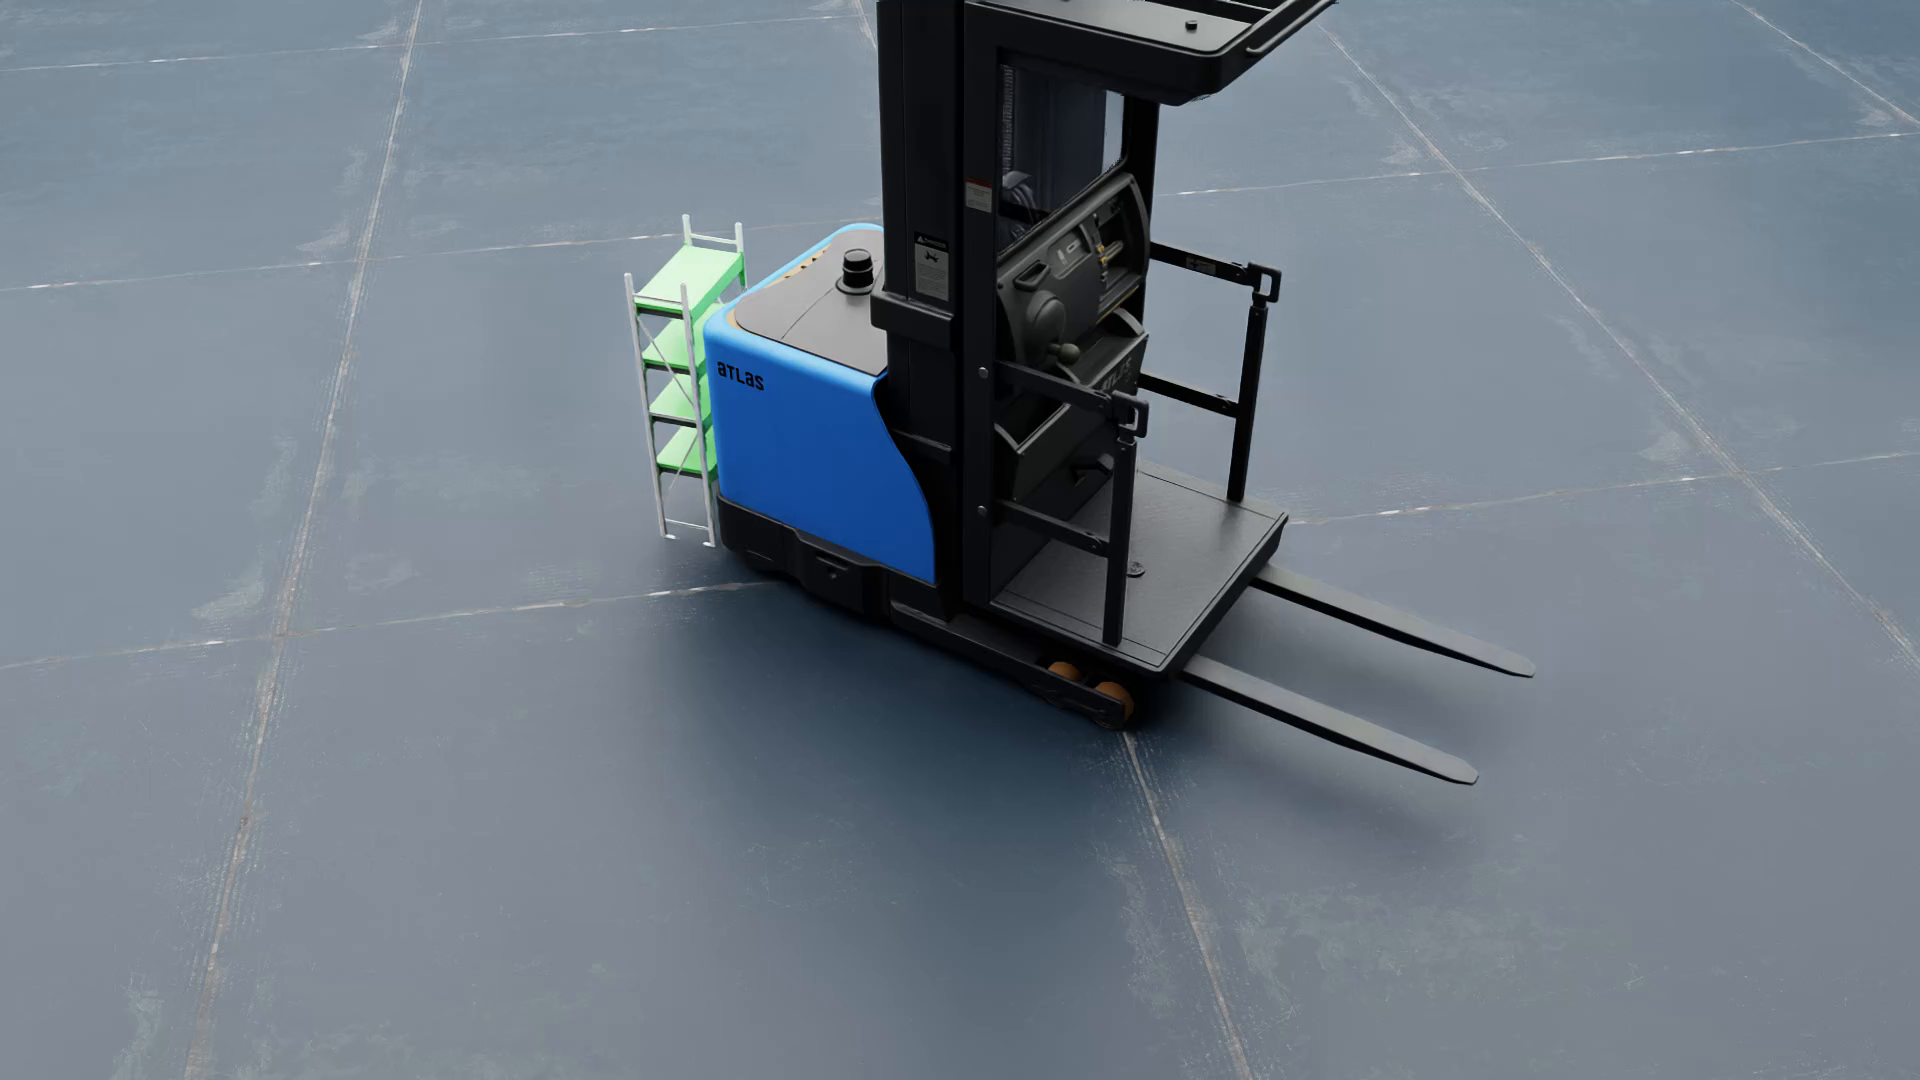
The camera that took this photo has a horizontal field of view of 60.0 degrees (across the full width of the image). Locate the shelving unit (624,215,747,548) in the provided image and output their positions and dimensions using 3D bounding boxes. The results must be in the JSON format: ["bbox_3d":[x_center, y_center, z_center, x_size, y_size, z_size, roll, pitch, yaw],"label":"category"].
[{"bbox_3d":[-1.025,-0.612,6.559,0.258,1.200,0.503,11,39,14],"label":"shelving unit"}]

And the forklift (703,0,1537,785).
[{"bbox_3d":[0.564,-0.864,5.473,3.031,2.935,1.130,21,43,25],"label":"forklift"}]

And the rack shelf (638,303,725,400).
[{"bbox_3d":[-1.026,-0.751,6.451,0.258,0.148,0.480,11,39,14],"label":"rack shelf"}]

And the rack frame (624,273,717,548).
[{"bbox_3d":[-1.100,-0.469,6.375,0.240,1.200,0.015,11,39,14],"label":"rack frame"}]

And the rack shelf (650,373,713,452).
[{"bbox_3d":[-1.025,-0.561,6.598,0.258,0.148,0.480,11,39,14],"label":"rack shelf"}]

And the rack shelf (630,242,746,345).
[{"bbox_3d":[-1.026,-0.940,6.304,0.258,0.148,0.480,11,39,14],"label":"rack shelf"}]

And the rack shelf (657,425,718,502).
[{"bbox_3d":[-1.025,-0.371,6.745,0.258,0.148,0.480,11,39,14],"label":"rack shelf"}]

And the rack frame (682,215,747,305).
[{"bbox_3d":[-0.951,-0.754,6.742,0.240,1.200,0.015,11,39,14],"label":"rack frame"}]
